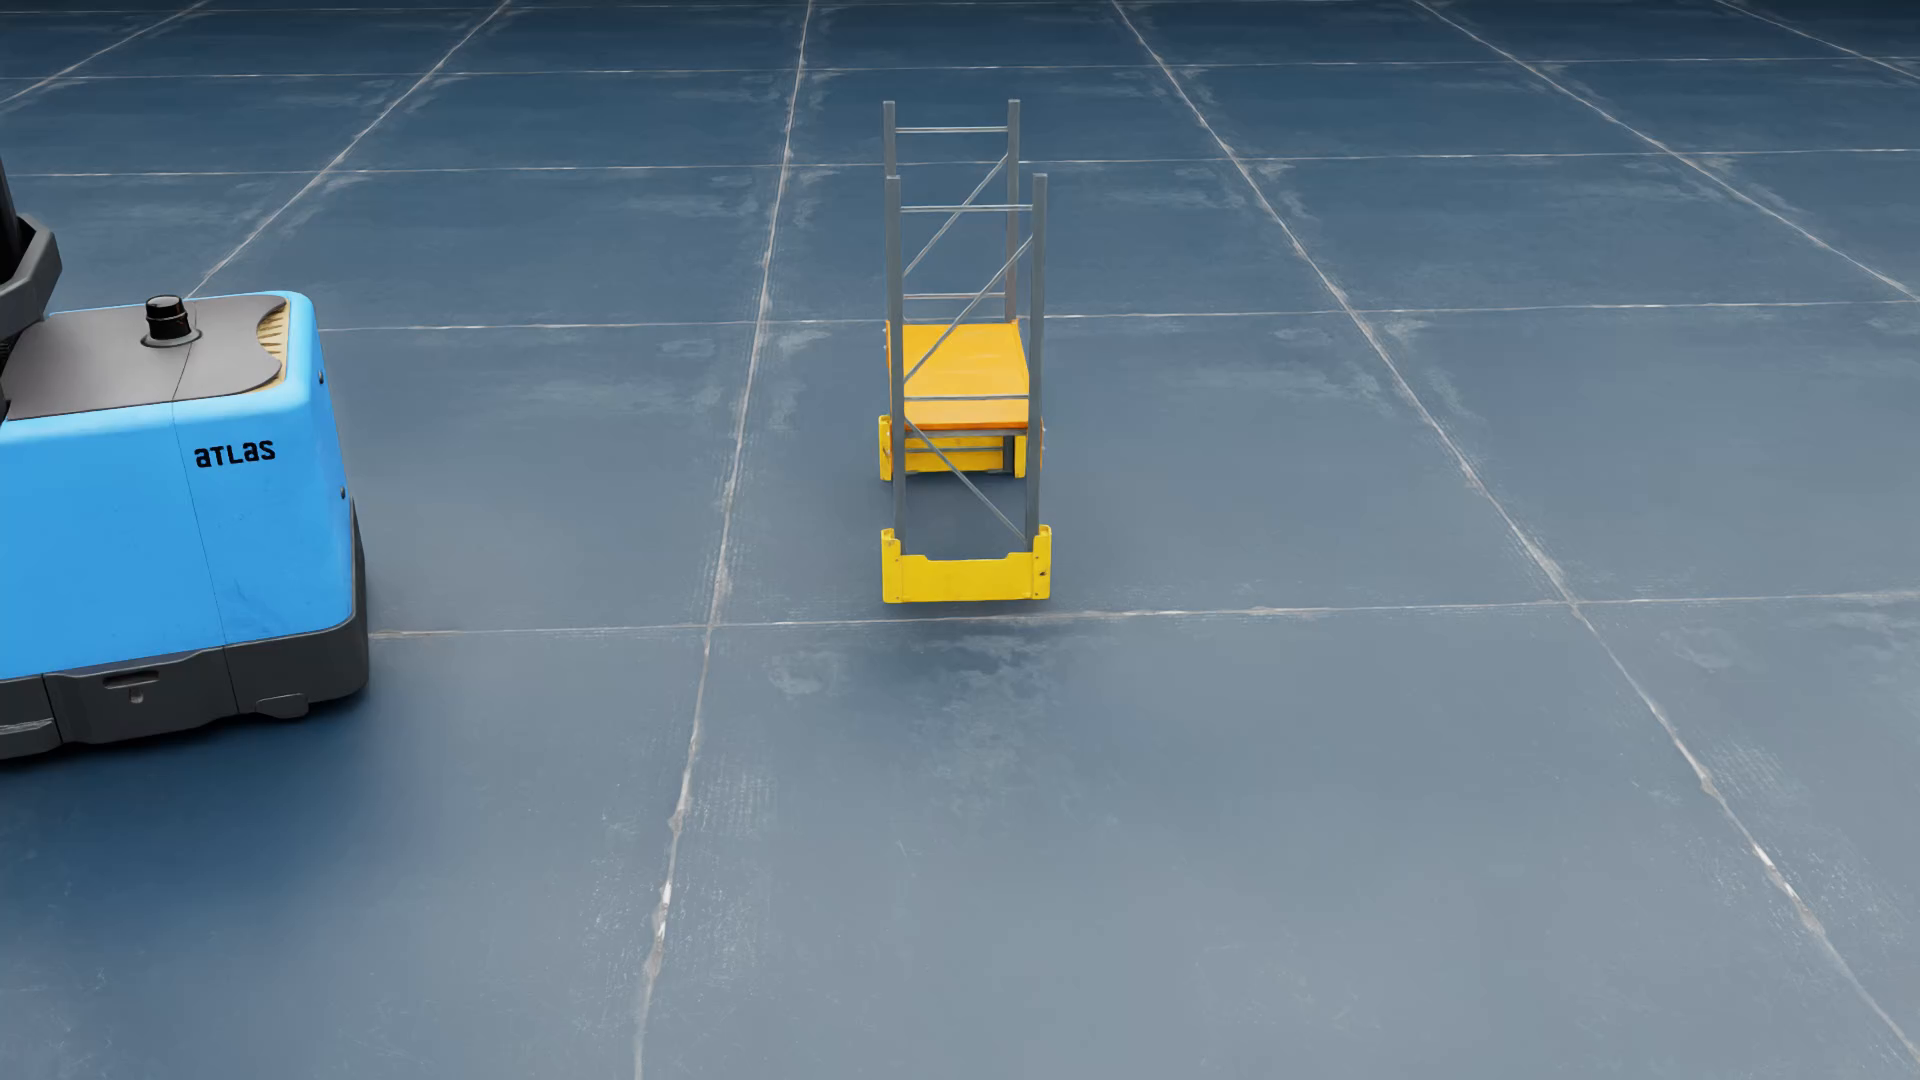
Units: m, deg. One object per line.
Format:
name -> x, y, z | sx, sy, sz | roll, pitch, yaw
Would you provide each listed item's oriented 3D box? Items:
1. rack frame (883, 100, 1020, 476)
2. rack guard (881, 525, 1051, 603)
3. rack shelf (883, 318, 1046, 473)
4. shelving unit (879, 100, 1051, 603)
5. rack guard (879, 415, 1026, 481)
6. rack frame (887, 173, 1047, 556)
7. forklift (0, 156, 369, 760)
rack frame -> -0.031, -0.939, 6.429 | 0.500, 1.500, 0.032 | -1, 28, -3
rack guard -> 0.022, 0.084, 5.819 | 0.587, 0.250, 0.087 | -1, 28, -3
rack shelf -> -0.004, -0.545, 6.062 | 0.538, 0.185, 1.000 | -1, 28, -3
shelving unit -> -0.004, -0.700, 5.971 | 0.587, 1.500, 1.083 | -1, 28, -3
rack guard -> -0.030, -0.376, 6.701 | 0.587, 0.250, 0.087 | -1, 28, -3
rack frame -> 0.022, -0.470, 5.529 | 0.500, 1.500, 0.032 | -1, 28, -3
forklift -> -3.442, -0.765, 4.548 | 3.031, 2.935, 1.130 | -9, 29, -16
